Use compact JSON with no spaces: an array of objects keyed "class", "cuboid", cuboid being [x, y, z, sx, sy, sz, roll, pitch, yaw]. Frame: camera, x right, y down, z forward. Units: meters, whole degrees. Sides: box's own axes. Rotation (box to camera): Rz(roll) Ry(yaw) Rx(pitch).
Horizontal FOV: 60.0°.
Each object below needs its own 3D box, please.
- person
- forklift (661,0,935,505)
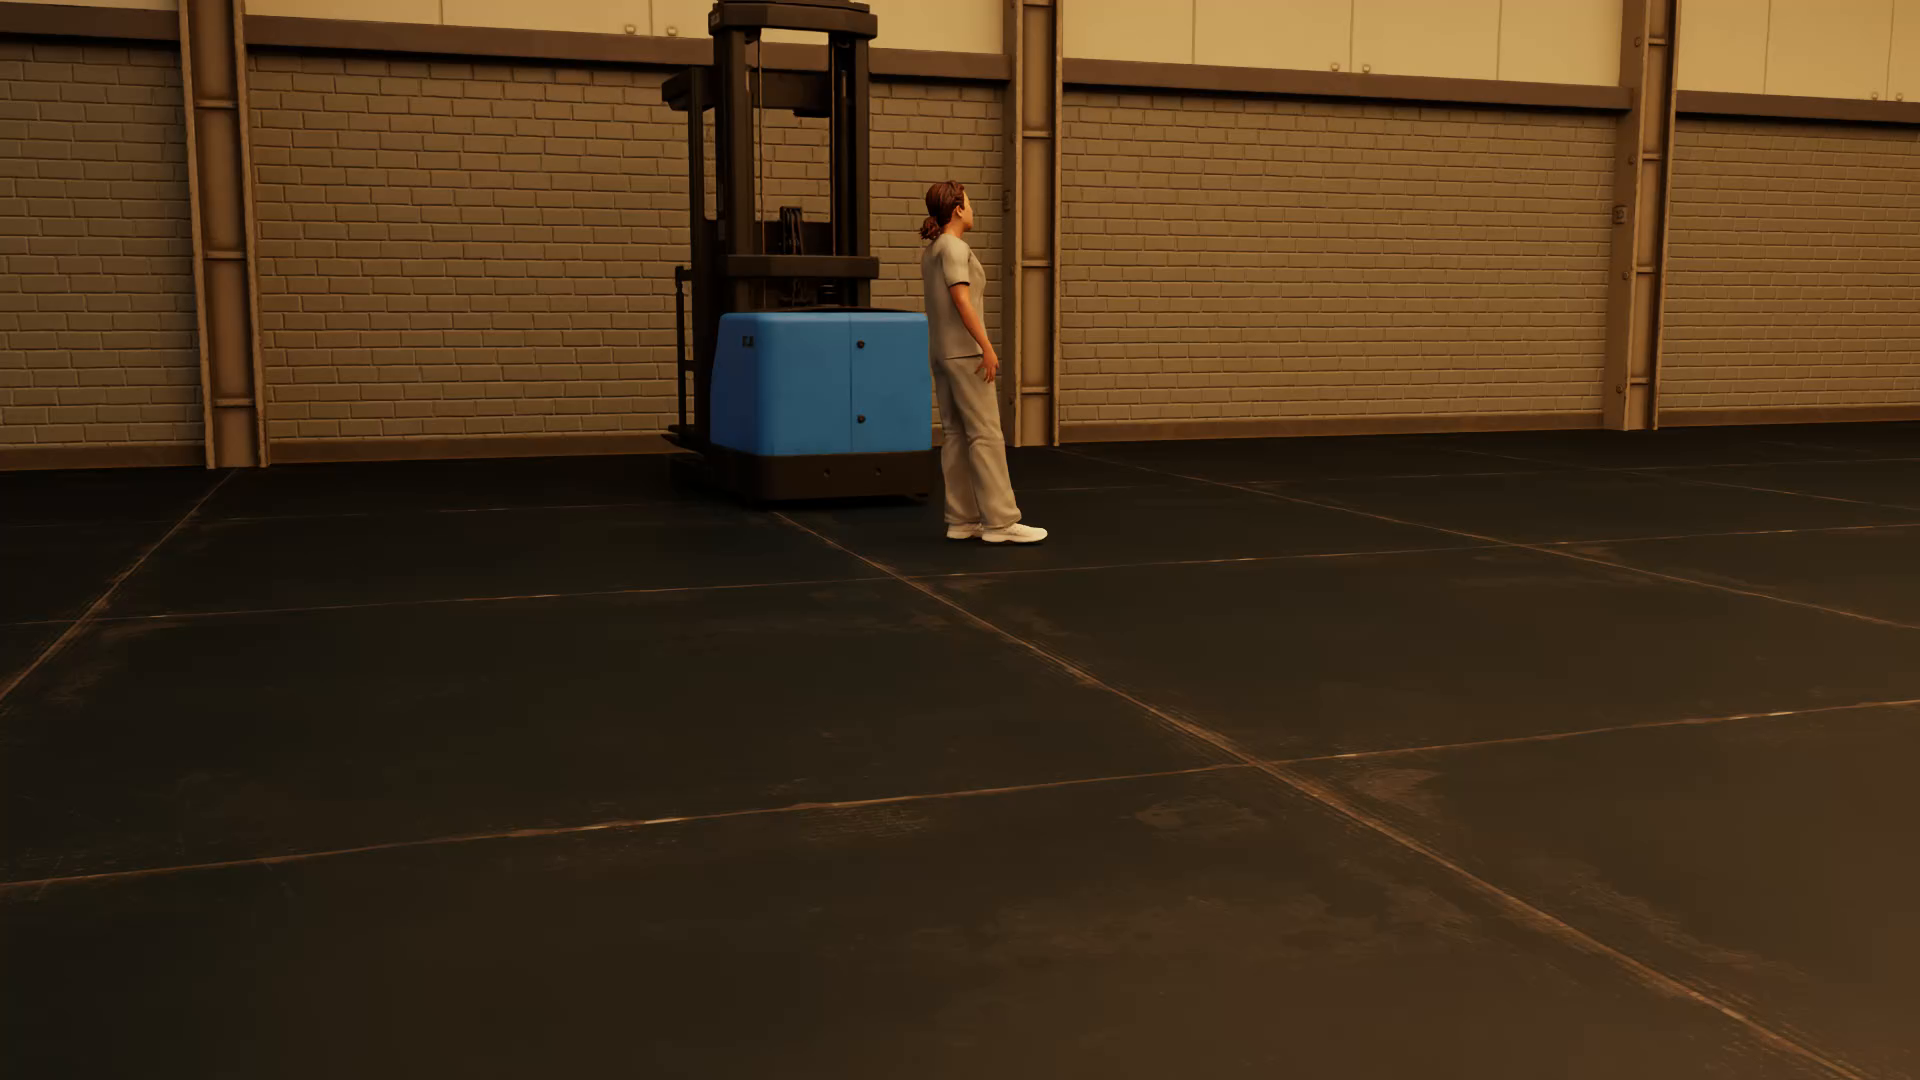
[{"class":"person","cuboid":[0.074,-0.839,7.820,0.549,1.675,0.549,-3,8,-18]},{"class":"forklift","cuboid":[-1.193,-1.805,10.319,1.130,2.935,3.031,-3,8,-23]}]
